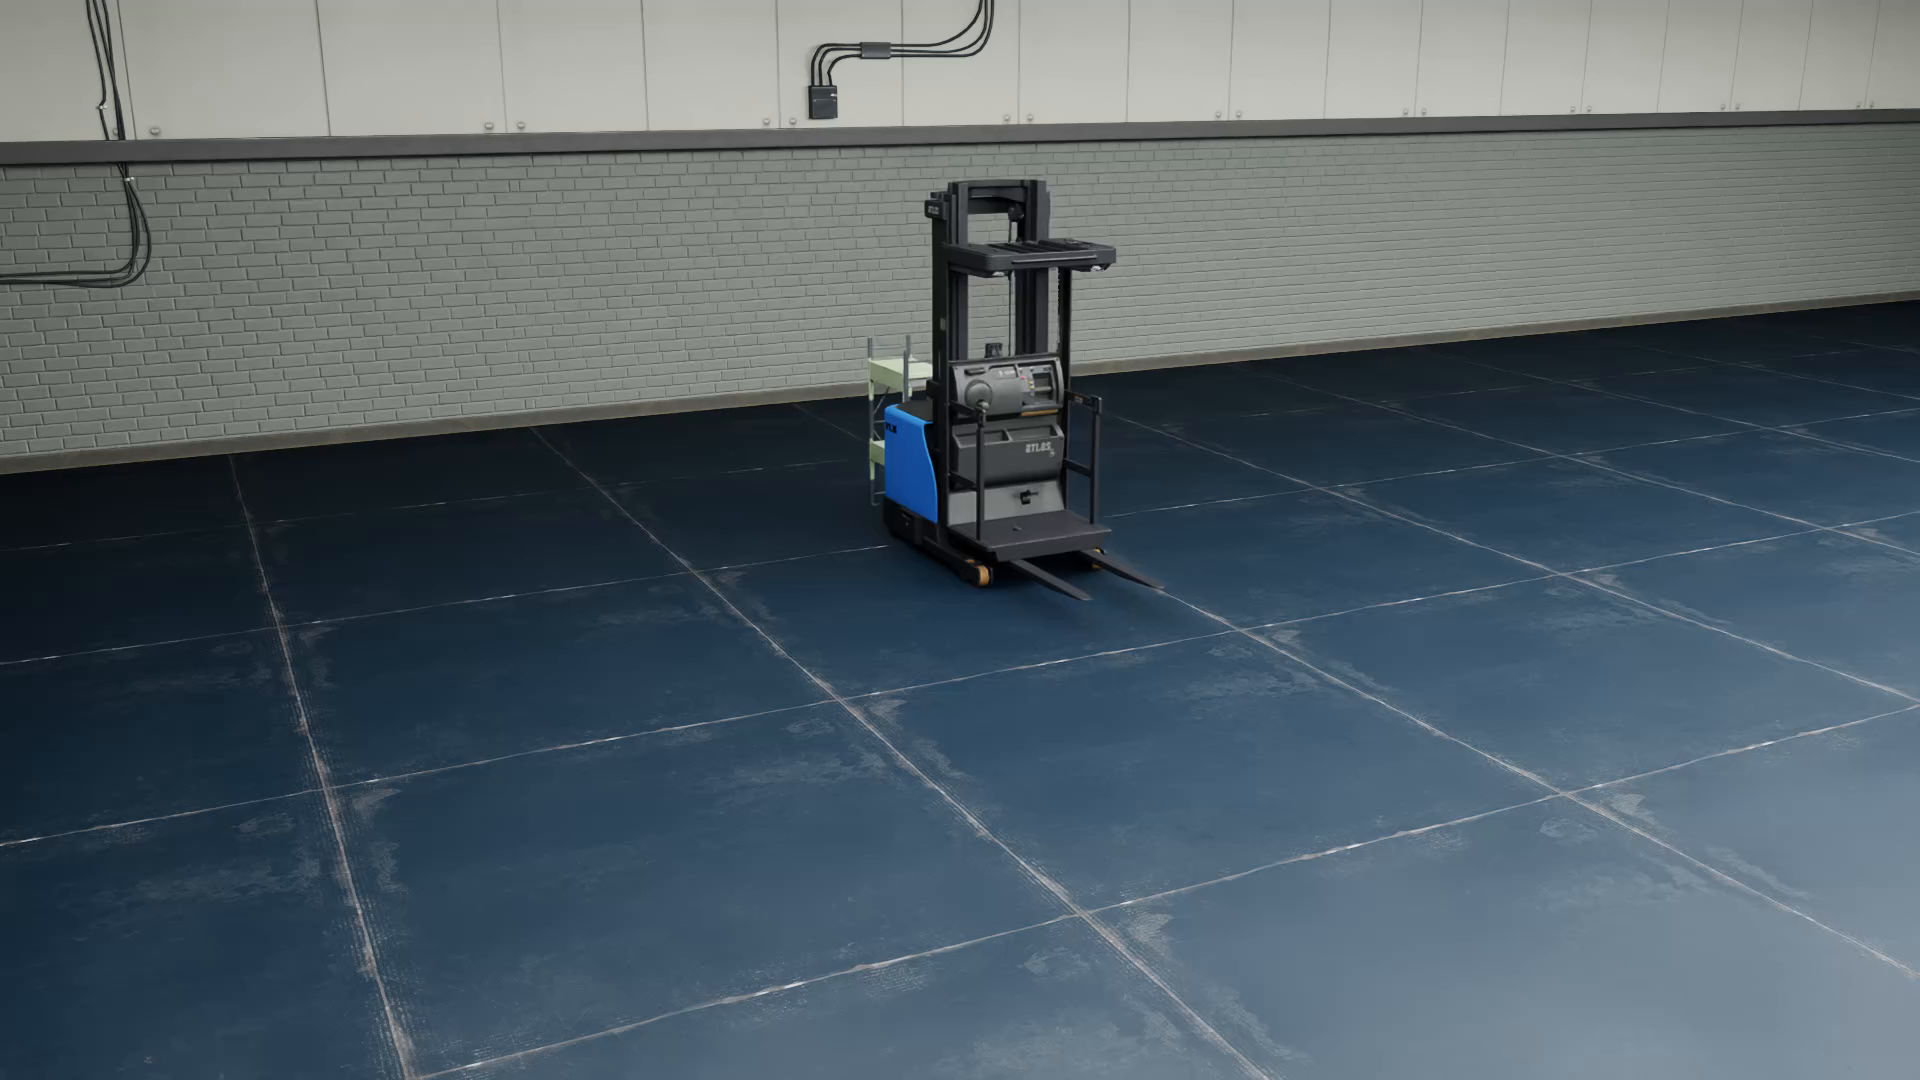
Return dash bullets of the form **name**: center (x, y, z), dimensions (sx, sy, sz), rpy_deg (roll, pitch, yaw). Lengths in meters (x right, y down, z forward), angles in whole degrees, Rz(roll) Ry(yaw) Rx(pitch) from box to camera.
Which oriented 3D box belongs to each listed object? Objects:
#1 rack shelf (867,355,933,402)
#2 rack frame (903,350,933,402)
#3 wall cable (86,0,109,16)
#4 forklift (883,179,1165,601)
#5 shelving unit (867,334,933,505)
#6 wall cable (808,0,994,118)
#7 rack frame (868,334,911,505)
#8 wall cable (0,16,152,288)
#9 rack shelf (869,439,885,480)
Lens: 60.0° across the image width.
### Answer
- **rack shelf**: center (-0.453, -1.342, 14.292), dimensions (0.431, 0.370, 0.720), rpy_deg (-8, 18, -26)
- **rack frame**: center (-0.287, -0.876, 14.086), dimensions (0.400, 1.500, 0.023), rpy_deg (-8, 18, -26)
- **wall cable**: center (-6.731, -6.212, 15.555), dimensions (3.097, 2.526, 0.112), rpy_deg (-8, 18, -25)
- **forklift**: center (0.472, -1.192, 12.592), dimensions (1.130, 2.935, 3.031), rpy_deg (-8, 18, -26)
- **shelving unit**: center (-0.453, -0.967, 14.400), dimensions (0.431, 1.500, 0.755), rpy_deg (-8, 18, -26)
- **wall cable**: center (-0.622, -7.728, 18.199), dimensions (2.305, 6.003, 0.169), rpy_deg (-8, 18, -25)
- **rack frame**: center (-0.618, -1.057, 14.714), dimensions (0.400, 1.500, 0.023), rpy_deg (-8, 18, -26)
- **wall cable**: center (-9.163, -3.457, 15.113), dimensions (3.097, 2.526, 0.112), rpy_deg (-8, 18, -25)
- **rack shelf**: center (-0.453, -0.653, 14.490), dimensions (0.431, 0.370, 0.720), rpy_deg (-8, 18, -26)
